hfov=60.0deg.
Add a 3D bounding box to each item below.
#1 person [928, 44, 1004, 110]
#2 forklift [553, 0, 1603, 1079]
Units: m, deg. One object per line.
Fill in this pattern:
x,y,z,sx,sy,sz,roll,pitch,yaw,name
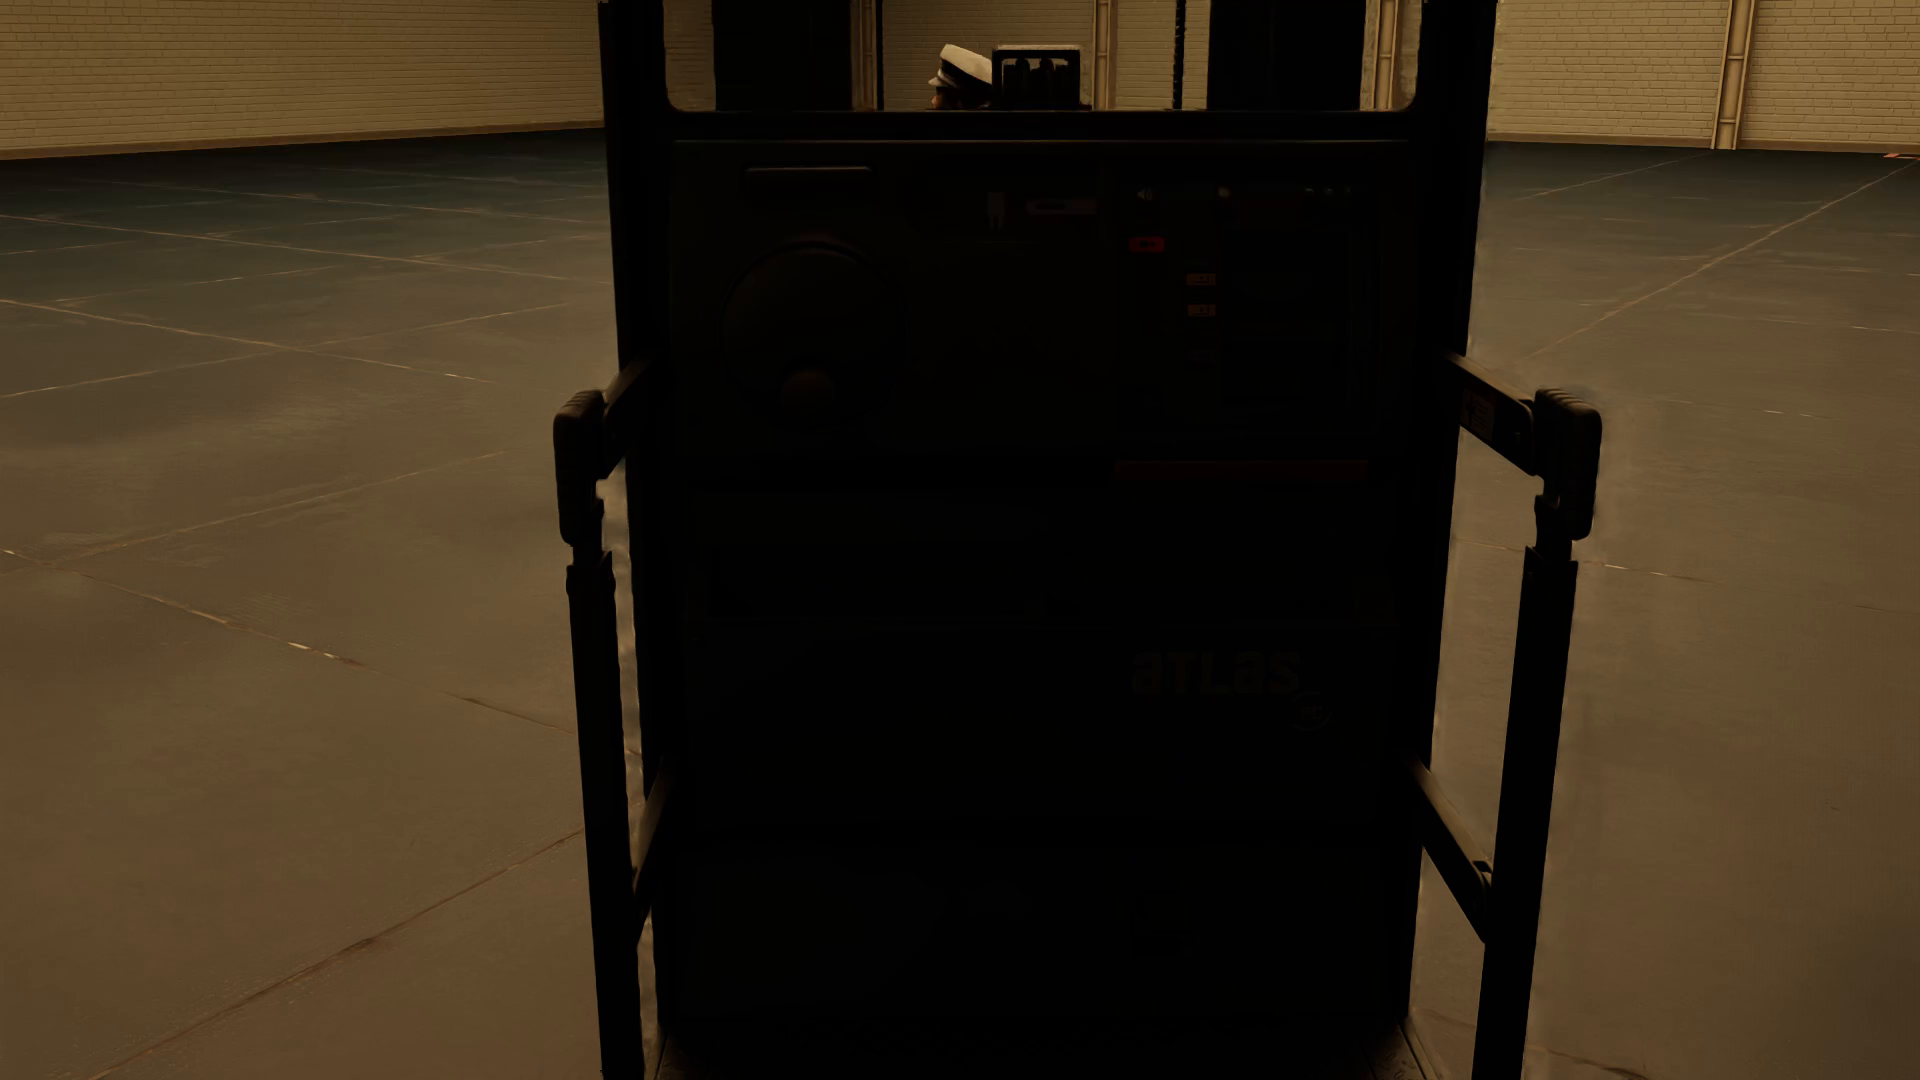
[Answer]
-0.053,-0.832,5.747,0.530,1.694,0.586,11,20,33,person
0.110,-0.314,1.883,1.130,2.935,3.031,0,17,-1,forklift
